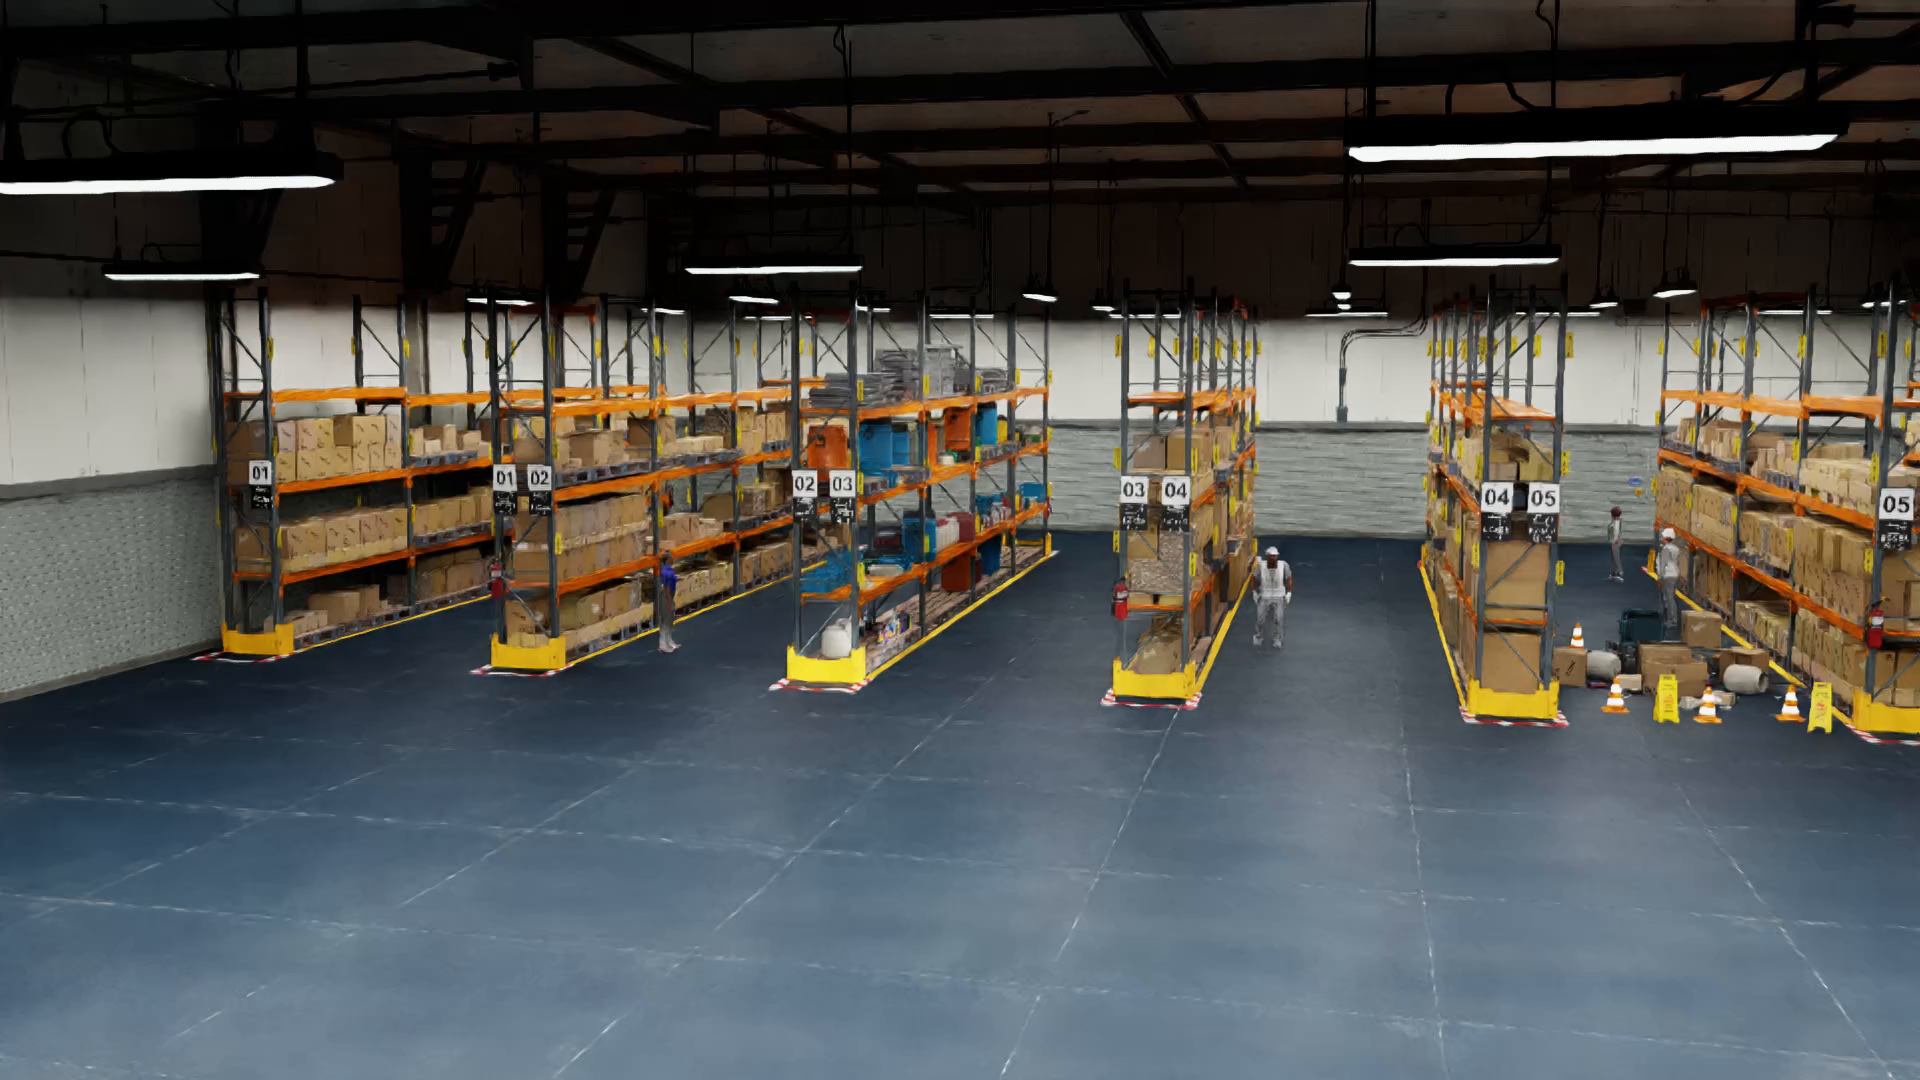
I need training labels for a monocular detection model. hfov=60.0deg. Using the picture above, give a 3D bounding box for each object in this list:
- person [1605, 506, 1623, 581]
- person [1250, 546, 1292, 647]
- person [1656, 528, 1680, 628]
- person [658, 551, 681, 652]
[{"bbox_3d":[14.178,0.073,35.957,0.360,1.596,0.530,2,7,18],"label":"person"},{"bbox_3d":[5.220,0.947,27.917,0.702,1.735,0.549,1,7,11],"label":"person"},{"bbox_3d":[12.724,0.666,30.000,0.586,1.768,0.639,5,8,37],"label":"person"},{"bbox_3d":[-4.824,1.002,27.558,0.375,1.662,0.570,-1,7,-9],"label":"person"}]
